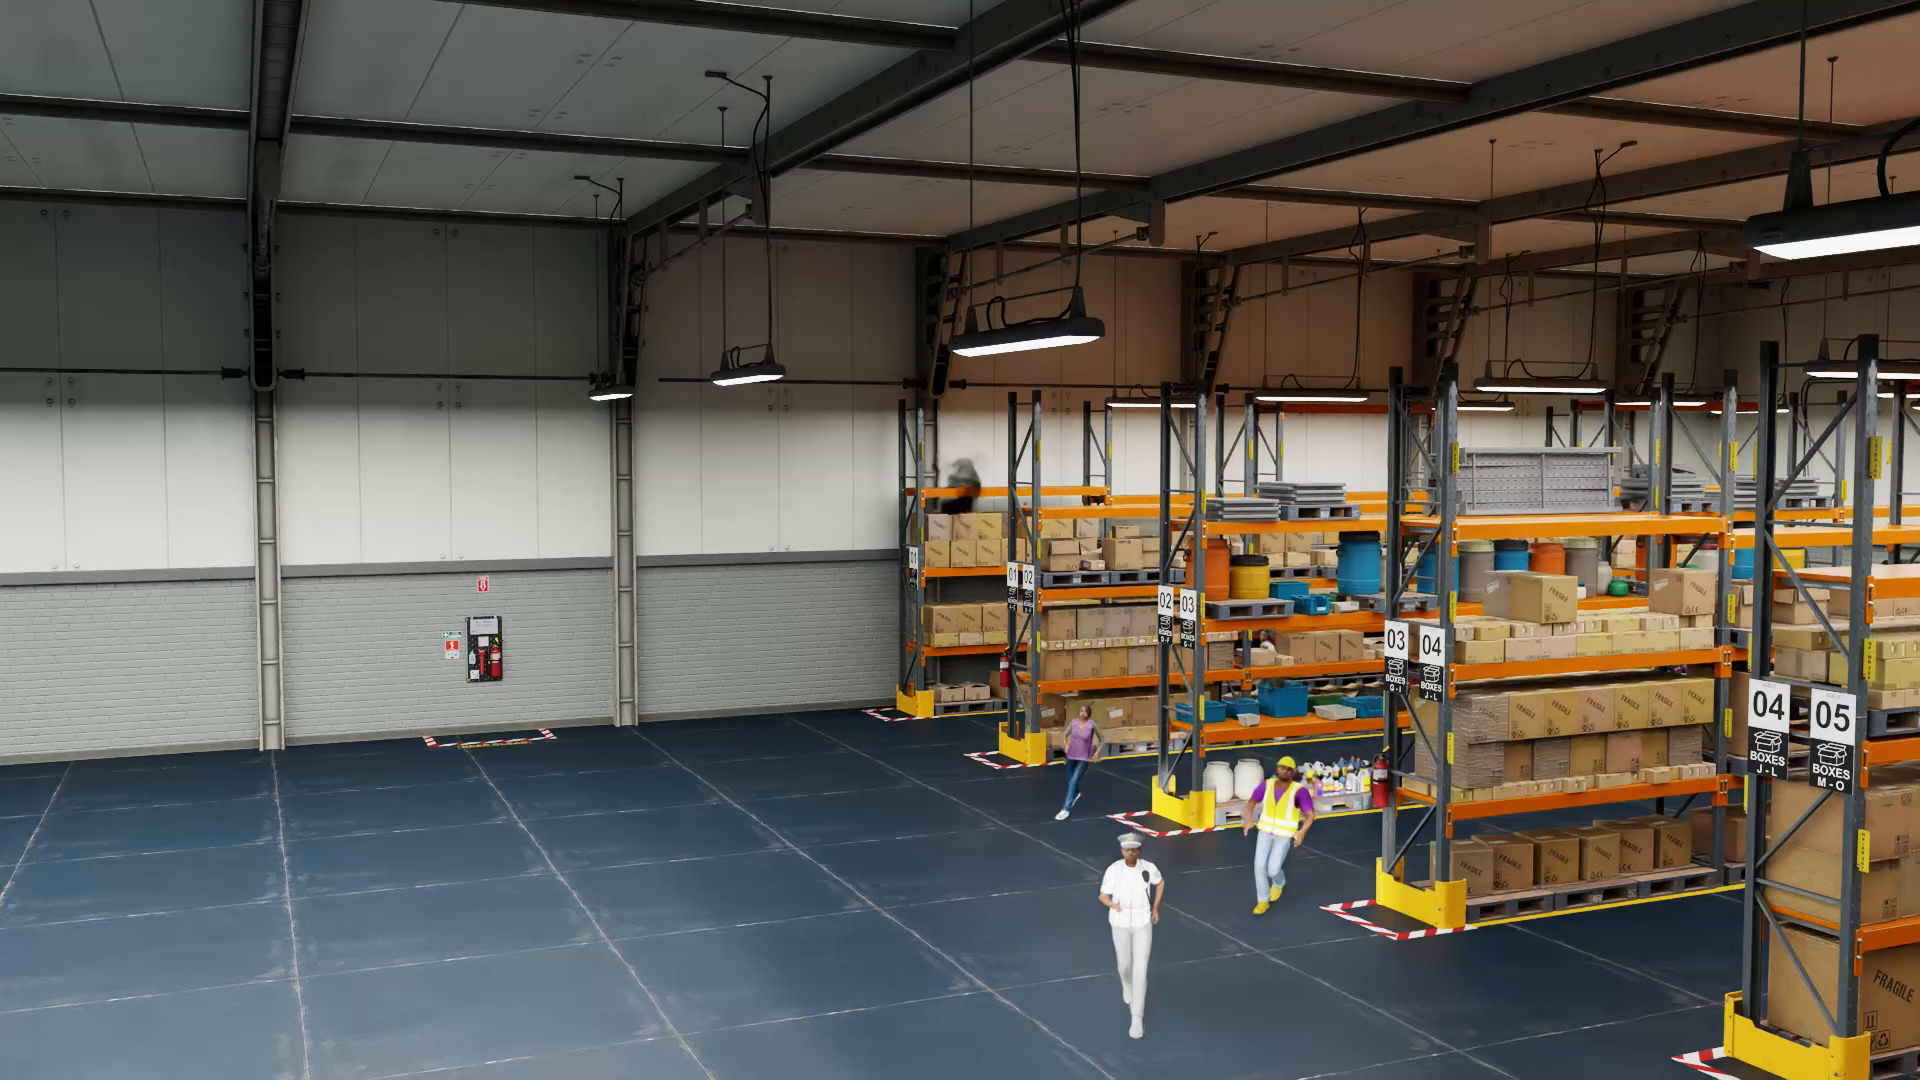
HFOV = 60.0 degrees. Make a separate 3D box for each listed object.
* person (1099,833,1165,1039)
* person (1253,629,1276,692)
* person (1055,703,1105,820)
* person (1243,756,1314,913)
[{"bbox_3d":[1.527,3.440,14.812,0.576,1.721,0.918,0,3,8],"label":"person"},{"bbox_3d":[5.781,2.506,31.129,0.774,1.747,0.585,-1,4,-20],"label":"person"},{"bbox_3d":[1.657,3.025,22.931,0.604,1.564,0.877,2,4,27],"label":"person"},{"bbox_3d":[3.498,3.241,18.353,0.759,1.717,0.565,2,4,31],"label":"person"}]
